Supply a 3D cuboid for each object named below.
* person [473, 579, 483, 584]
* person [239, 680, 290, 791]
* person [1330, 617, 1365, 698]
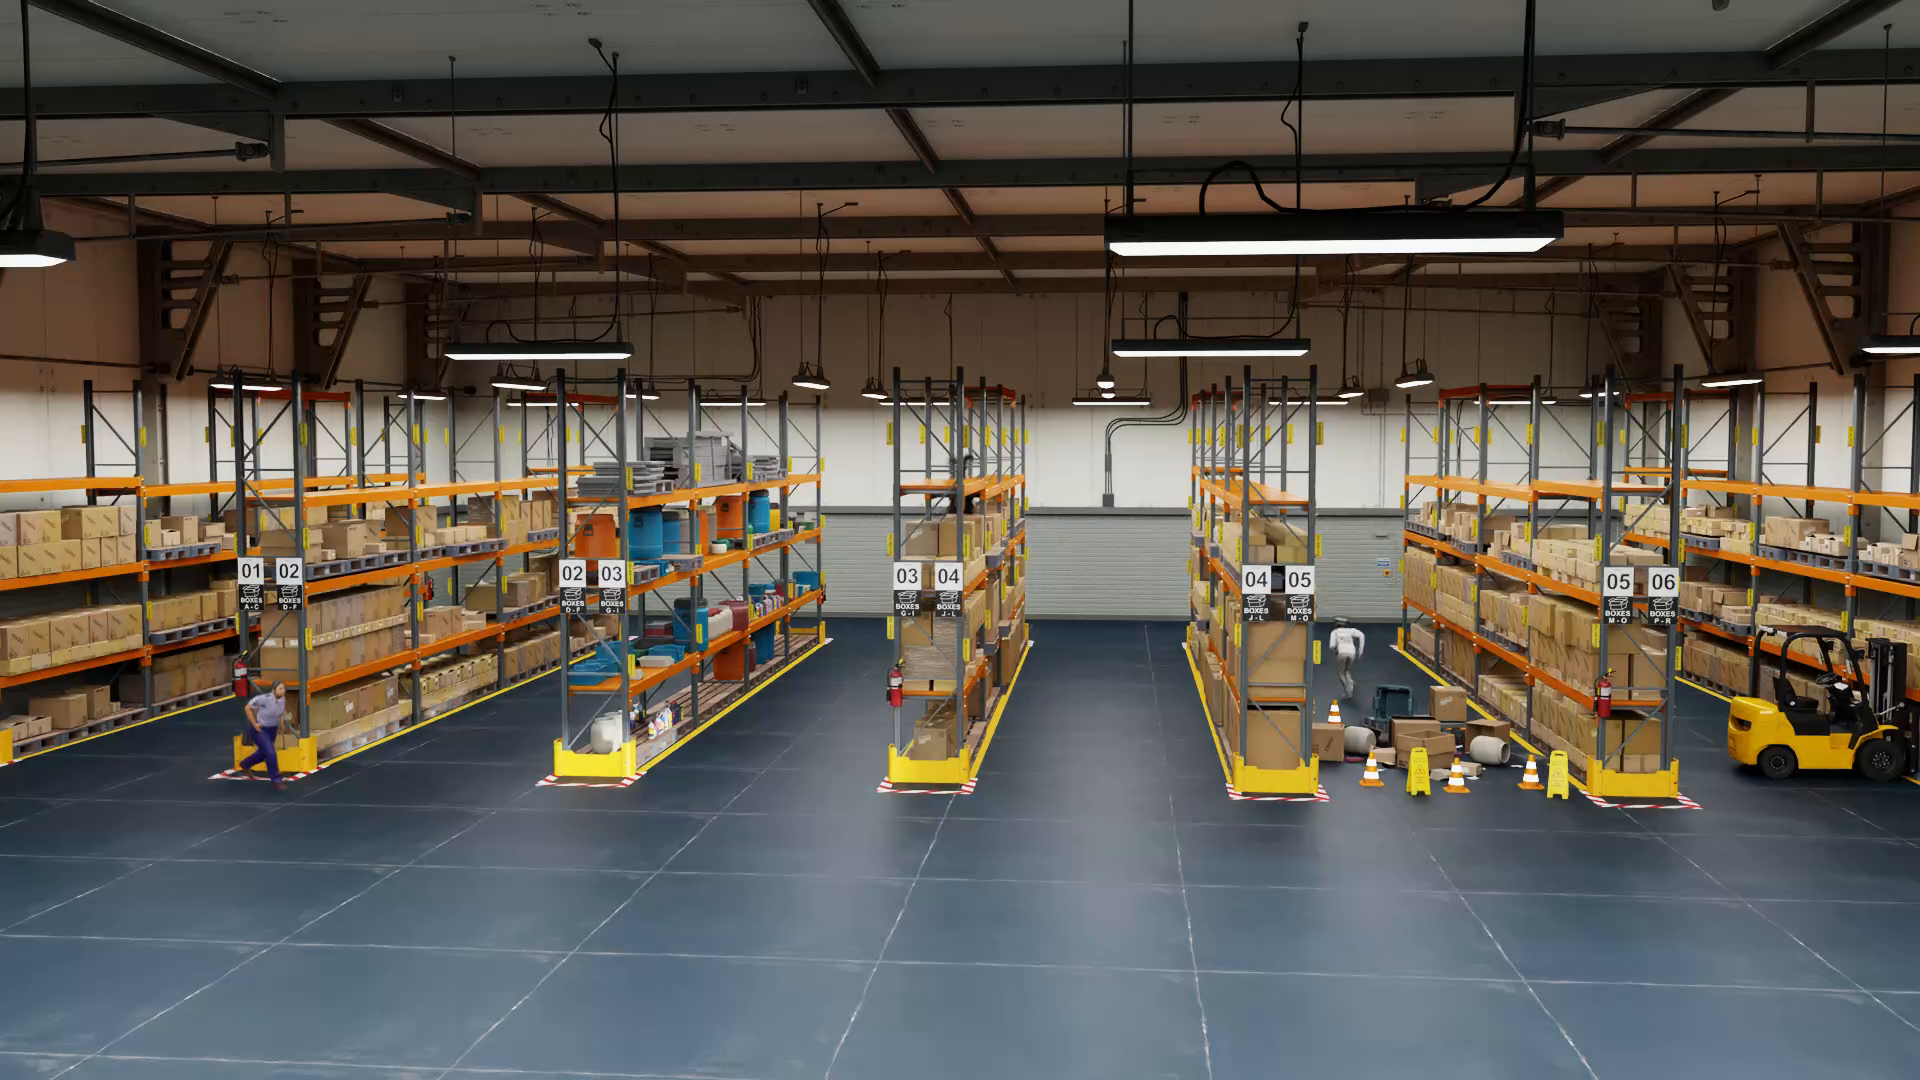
[{"bbox_3d":[-10.889,1.782,37.696,0.602,1.805,0.814,1,4,13],"label":"person"},{"bbox_3d":[-9.955,2.779,23.676,0.951,1.599,0.636,2,4,29],"label":"person"},{"bbox_3d":[7.467,2.266,32.106,0.651,1.496,0.778,0,4,-7],"label":"person"}]
